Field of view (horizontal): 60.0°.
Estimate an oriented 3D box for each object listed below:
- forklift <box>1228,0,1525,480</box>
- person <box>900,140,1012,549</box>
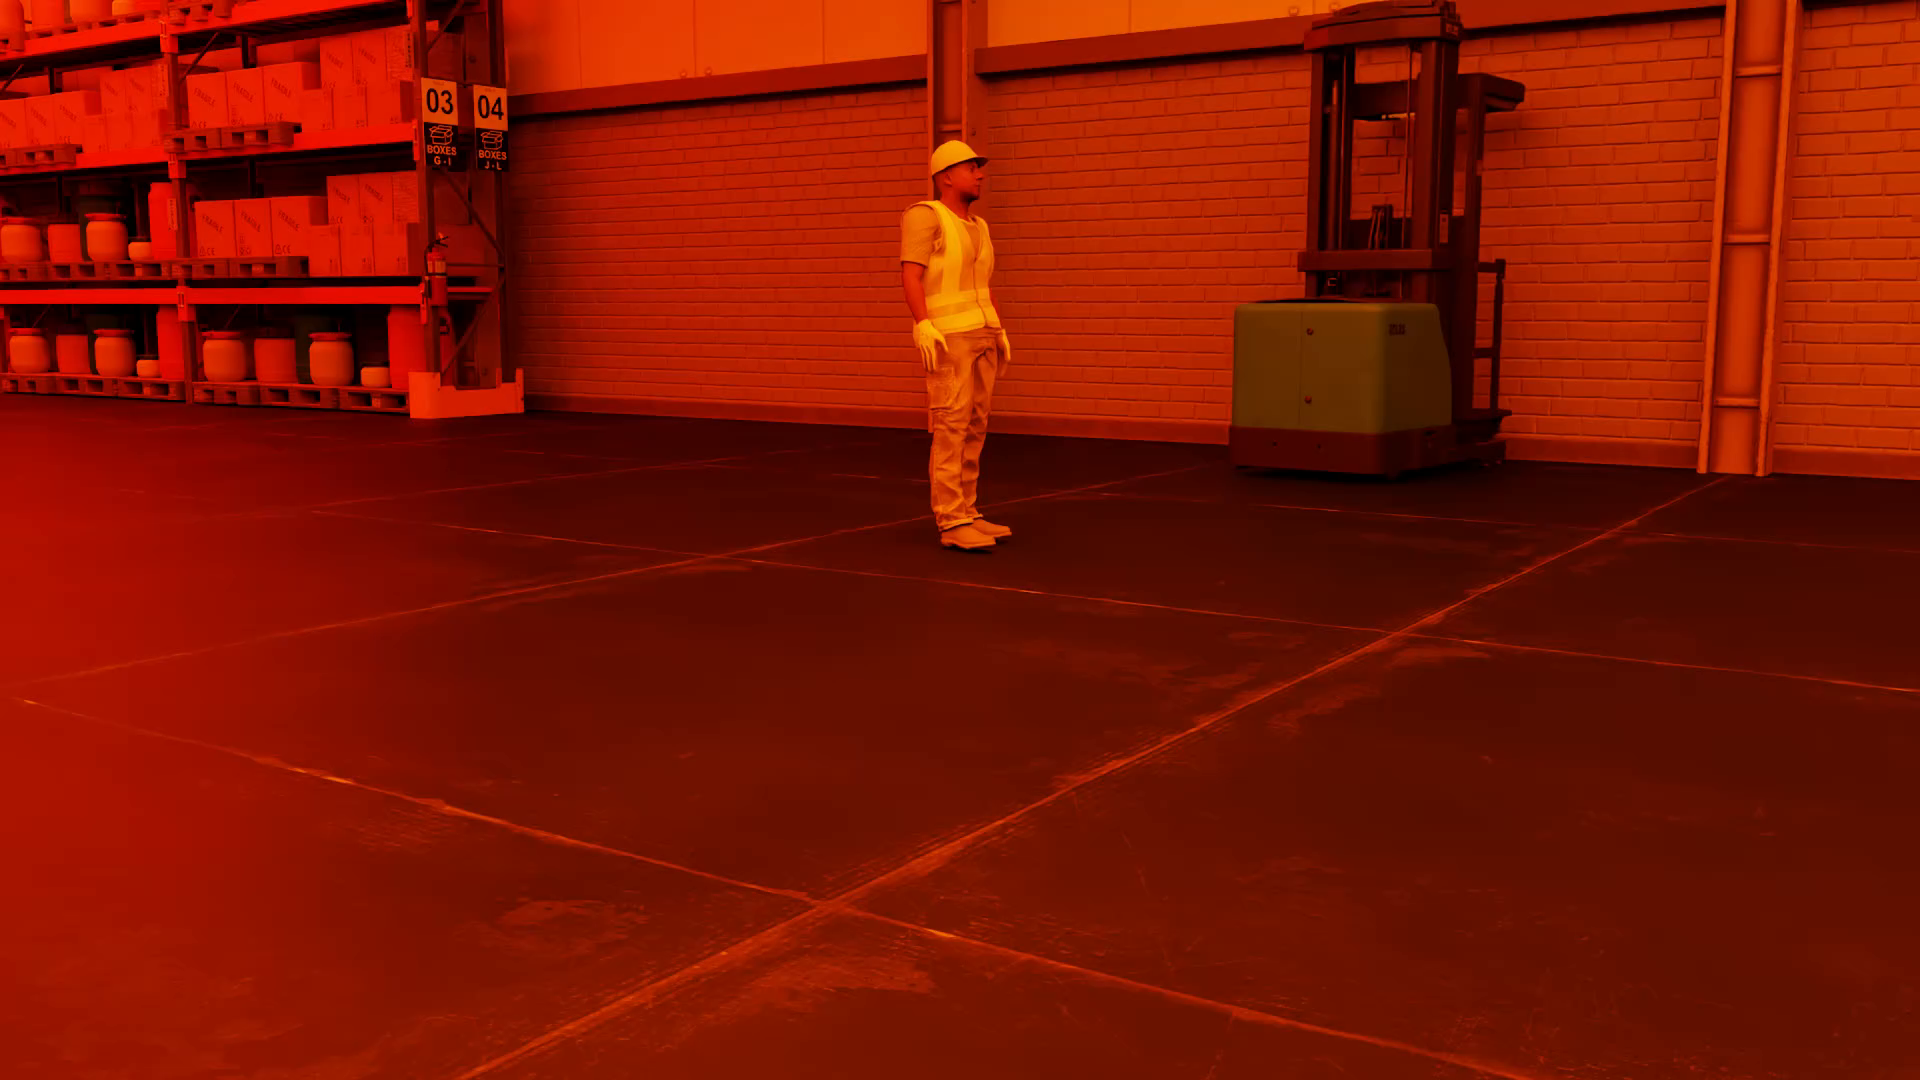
[{"bbox_3d":[3.014,-1.972,11.058,1.130,2.935,3.031,7,10,39],"label":"forklift"},{"bbox_3d":[0.055,-0.884,7.430,0.575,1.785,0.657,5,10,34],"label":"person"}]
